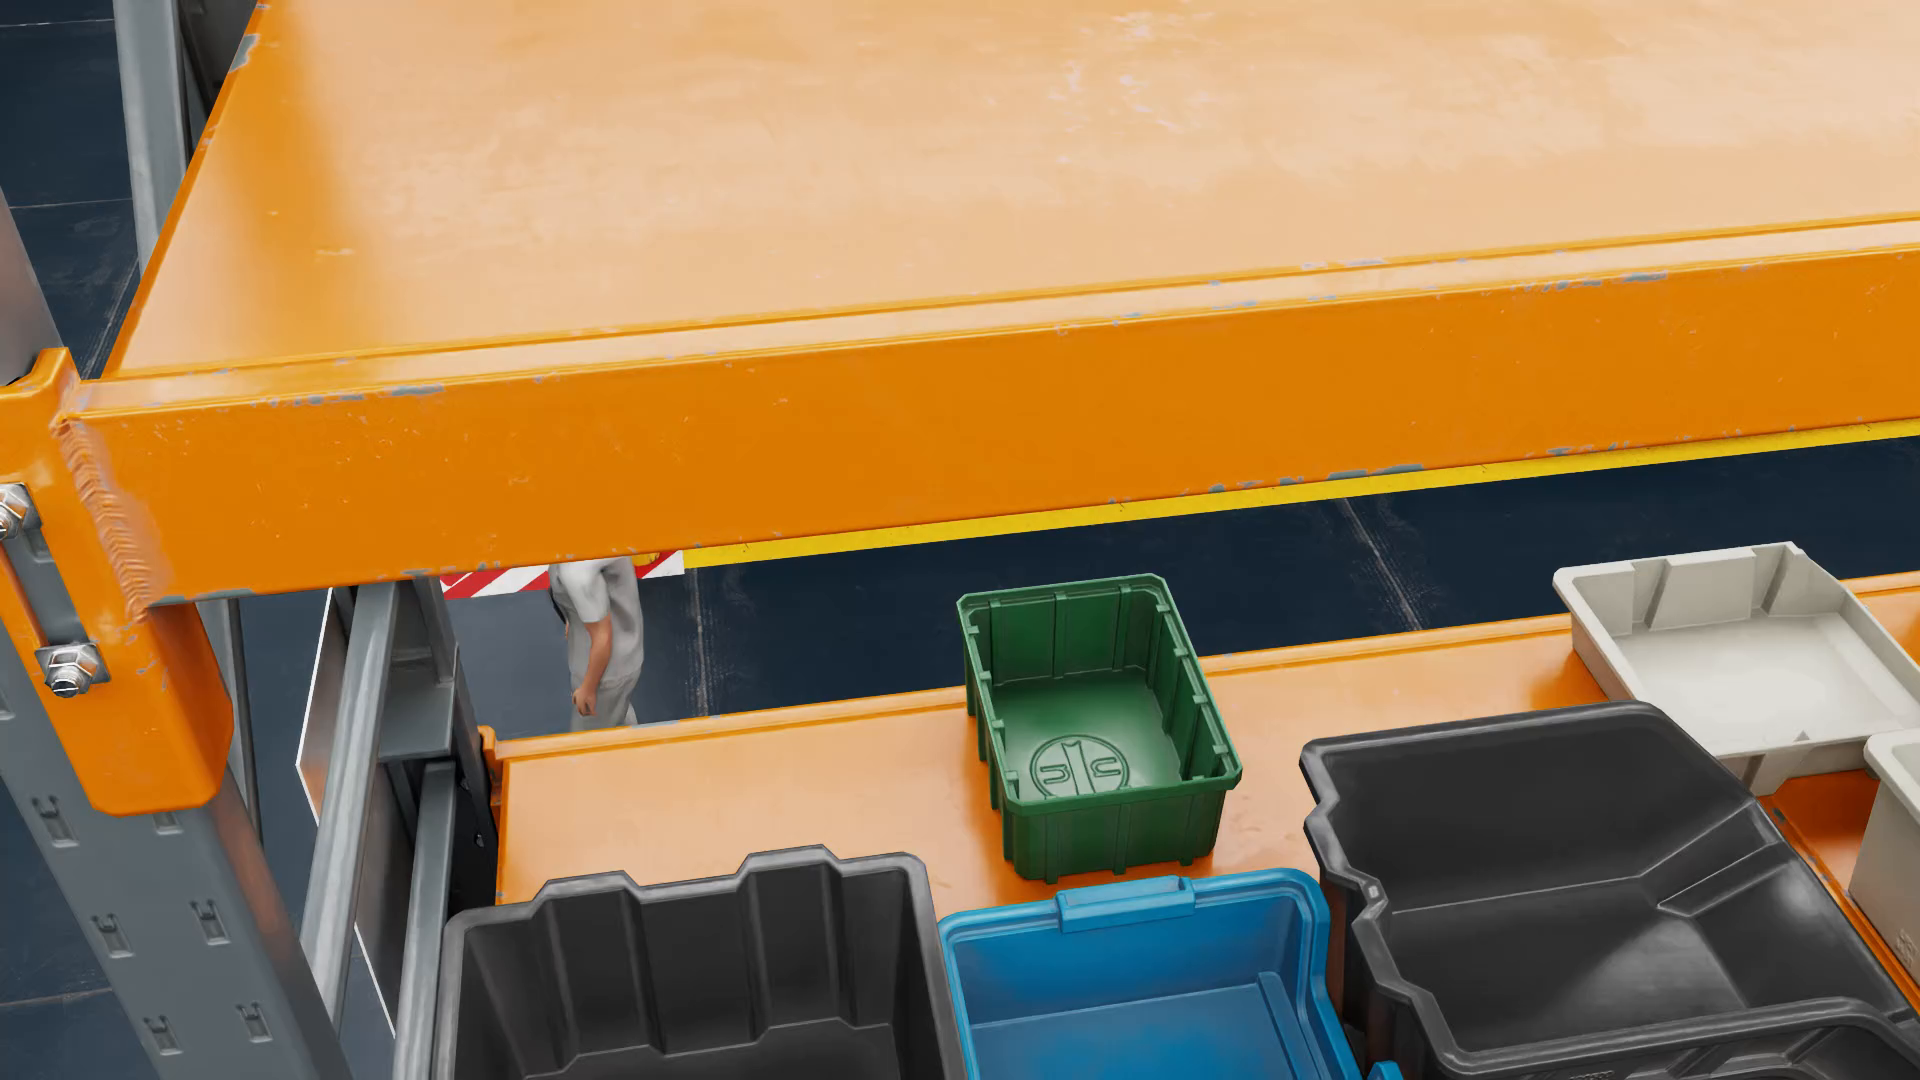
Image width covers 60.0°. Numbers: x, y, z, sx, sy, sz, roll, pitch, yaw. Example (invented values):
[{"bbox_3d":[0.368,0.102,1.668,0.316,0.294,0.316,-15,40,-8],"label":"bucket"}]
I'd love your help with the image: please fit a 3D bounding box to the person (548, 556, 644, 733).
[{"bbox_3d":[-1.275,0.389,5.670,0.415,1.673,0.487,-8,39,-9],"label":"person"}]
